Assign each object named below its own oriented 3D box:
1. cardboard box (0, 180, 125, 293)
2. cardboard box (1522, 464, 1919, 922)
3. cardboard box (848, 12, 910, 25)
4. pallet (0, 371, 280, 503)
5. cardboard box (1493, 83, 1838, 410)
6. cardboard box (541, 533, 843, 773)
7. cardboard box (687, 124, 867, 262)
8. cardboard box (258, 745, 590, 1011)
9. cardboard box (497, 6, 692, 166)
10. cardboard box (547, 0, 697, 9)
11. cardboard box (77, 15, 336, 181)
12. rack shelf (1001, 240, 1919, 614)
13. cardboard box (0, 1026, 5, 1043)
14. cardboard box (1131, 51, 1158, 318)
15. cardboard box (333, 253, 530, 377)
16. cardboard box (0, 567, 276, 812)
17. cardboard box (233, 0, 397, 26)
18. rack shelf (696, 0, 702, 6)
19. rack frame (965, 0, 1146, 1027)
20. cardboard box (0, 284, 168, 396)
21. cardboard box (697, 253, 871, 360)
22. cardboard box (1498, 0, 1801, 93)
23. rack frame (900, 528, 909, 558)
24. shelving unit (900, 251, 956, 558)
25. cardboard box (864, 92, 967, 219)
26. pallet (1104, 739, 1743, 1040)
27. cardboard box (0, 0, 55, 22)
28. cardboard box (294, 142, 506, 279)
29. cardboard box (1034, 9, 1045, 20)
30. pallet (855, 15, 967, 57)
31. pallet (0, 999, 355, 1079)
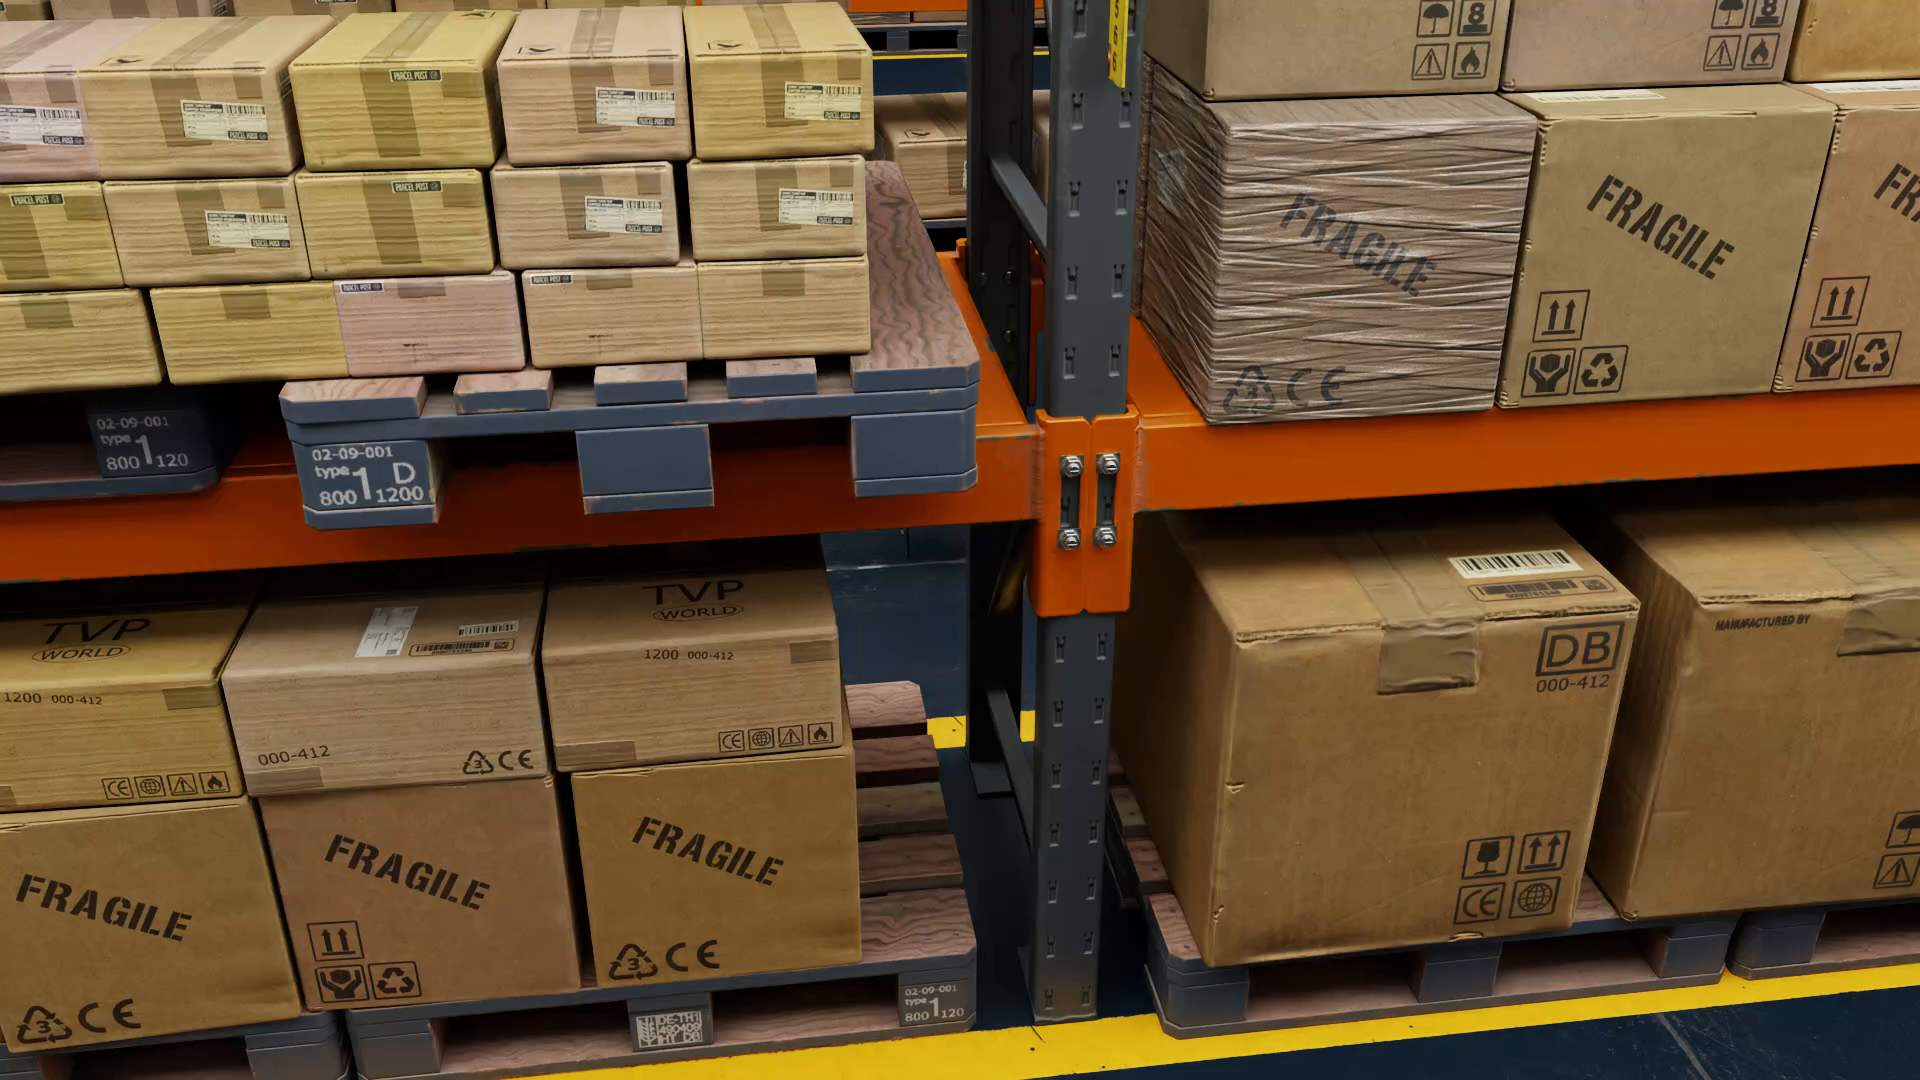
[{"bbox_3d":[-1.300,-0.490,2.409,0.250,0.149,0.380,-4,27,-7],"label":"cardboard box"},{"bbox_3d":[1.625,0.173,3.632,0.750,0.750,1.050,-3,27,-6],"label":"cardboard box"},{"bbox_3d":[-0.721,-4.225,12.340,0.625,0.625,0.875,-3,27,-5],"label":"cardboard box"},{"bbox_3d":[-1.810,-0.356,2.869,1.213,0.211,1.003,-4,27,-7],"label":"pallet"},{"bbox_3d":[1.130,-0.571,2.967,0.500,0.500,0.500,-4,27,-8],"label":"cardboard box"},{"bbox_3d":[-0.496,0.167,3.095,0.500,0.250,0.500,-4,27,-8],"label":"cardboard box"},{"bbox_3d":[-0.281,-0.556,2.538,0.250,0.149,0.380,-3,27,-6],"label":"cardboard box"},{"bbox_3d":[-0.985,0.530,3.209,0.500,0.500,0.500,-3,27,-5],"label":"cardboard box"},{"bbox_3d":[-0.526,-0.673,2.439,0.250,0.149,0.380,-4,27,-8],"label":"cardboard box"},{"bbox_3d":[-0.606,-0.966,3.010,0.250,0.149,0.380,-4,27,-9],"label":"cardboard box"},{"bbox_3d":[-1.049,-0.637,2.370,0.250,0.149,0.380,-3,27,-6],"label":"cardboard box"},{"bbox_3d":[2.125,-0.393,3.519,4.000,0.370,1.077,-4,27,-7],"label":"rack shelf"},{"bbox_3d":[-2.007,0.593,3.087,0.500,0.500,0.500,-3,27,-6],"label":"cardboard box"},{"bbox_3d":[0.553,-0.781,3.376,0.500,0.500,0.500,-4,27,-7],"label":"cardboard box"},{"bbox_3d":[-0.781,-0.391,2.541,0.250,0.149,0.380,-3,27,-6],"label":"cardboard box"},{"bbox_3d":[-1.500,0.230,2.973,0.500,0.250,0.500,-3,27,-6],"label":"cardboard box"},{"bbox_3d":[-1.112,-0.936,2.951,0.250,0.149,0.380,-5,28,-9],"label":"cardboard box"},{"bbox_3d":[-2.626,-2.370,7.372,4.000,0.370,1.077,-4,27,-7],"label":"rack shelf"},{"bbox_3d":[0.145,-0.586,3.107,0.127,3.000,1.000,-4,27,-7],"label":"rack frame"},{"bbox_3d":[-1.294,-0.359,2.478,0.250,0.149,0.380,-5,28,-9],"label":"cardboard box"},{"bbox_3d":[-0.280,-0.422,2.602,0.250,0.149,0.380,-3,27,-6],"label":"cardboard box"},{"bbox_3d":[1.091,-1.132,2.966,0.500,0.500,0.700,-4,27,-8],"label":"cardboard box"},{"bbox_3d":[-0.174,-0.456,4.989,0.008,1.050,0.200,-4,27,-7],"label":"rack frame"},{"bbox_3d":[-0.053,-0.464,5.004,0.252,1.050,0.215,-4,27,-7],"label":"shelving unit"},{"bbox_3d":[-0.084,-1.867,8.021,0.625,0.372,0.950,-5,28,-11],"label":"cardboard box"},{"bbox_3d":[0.936,0.638,3.775,1.213,0.211,1.003,-4,27,-7],"label":"pallet"},{"bbox_3d":[-1.641,-0.900,2.881,0.250,0.149,0.380,-3,27,-6],"label":"cardboard box"},{"bbox_3d":[-0.805,-0.521,2.468,0.250,0.149,0.380,-3,27,-6],"label":"cardboard box"},{"bbox_3d":[0.592,-4.313,12.511,0.625,0.625,0.875,-5,28,-9],"label":"cardboard box"},{"bbox_3d":[-0.520,-3.855,12.532,1.213,0.211,1.003,-4,27,-7],"label":"pallet"},{"bbox_3d":[-1.835,0.780,3.499,1.213,0.211,1.003,-4,27,-7],"label":"pallet"}]
